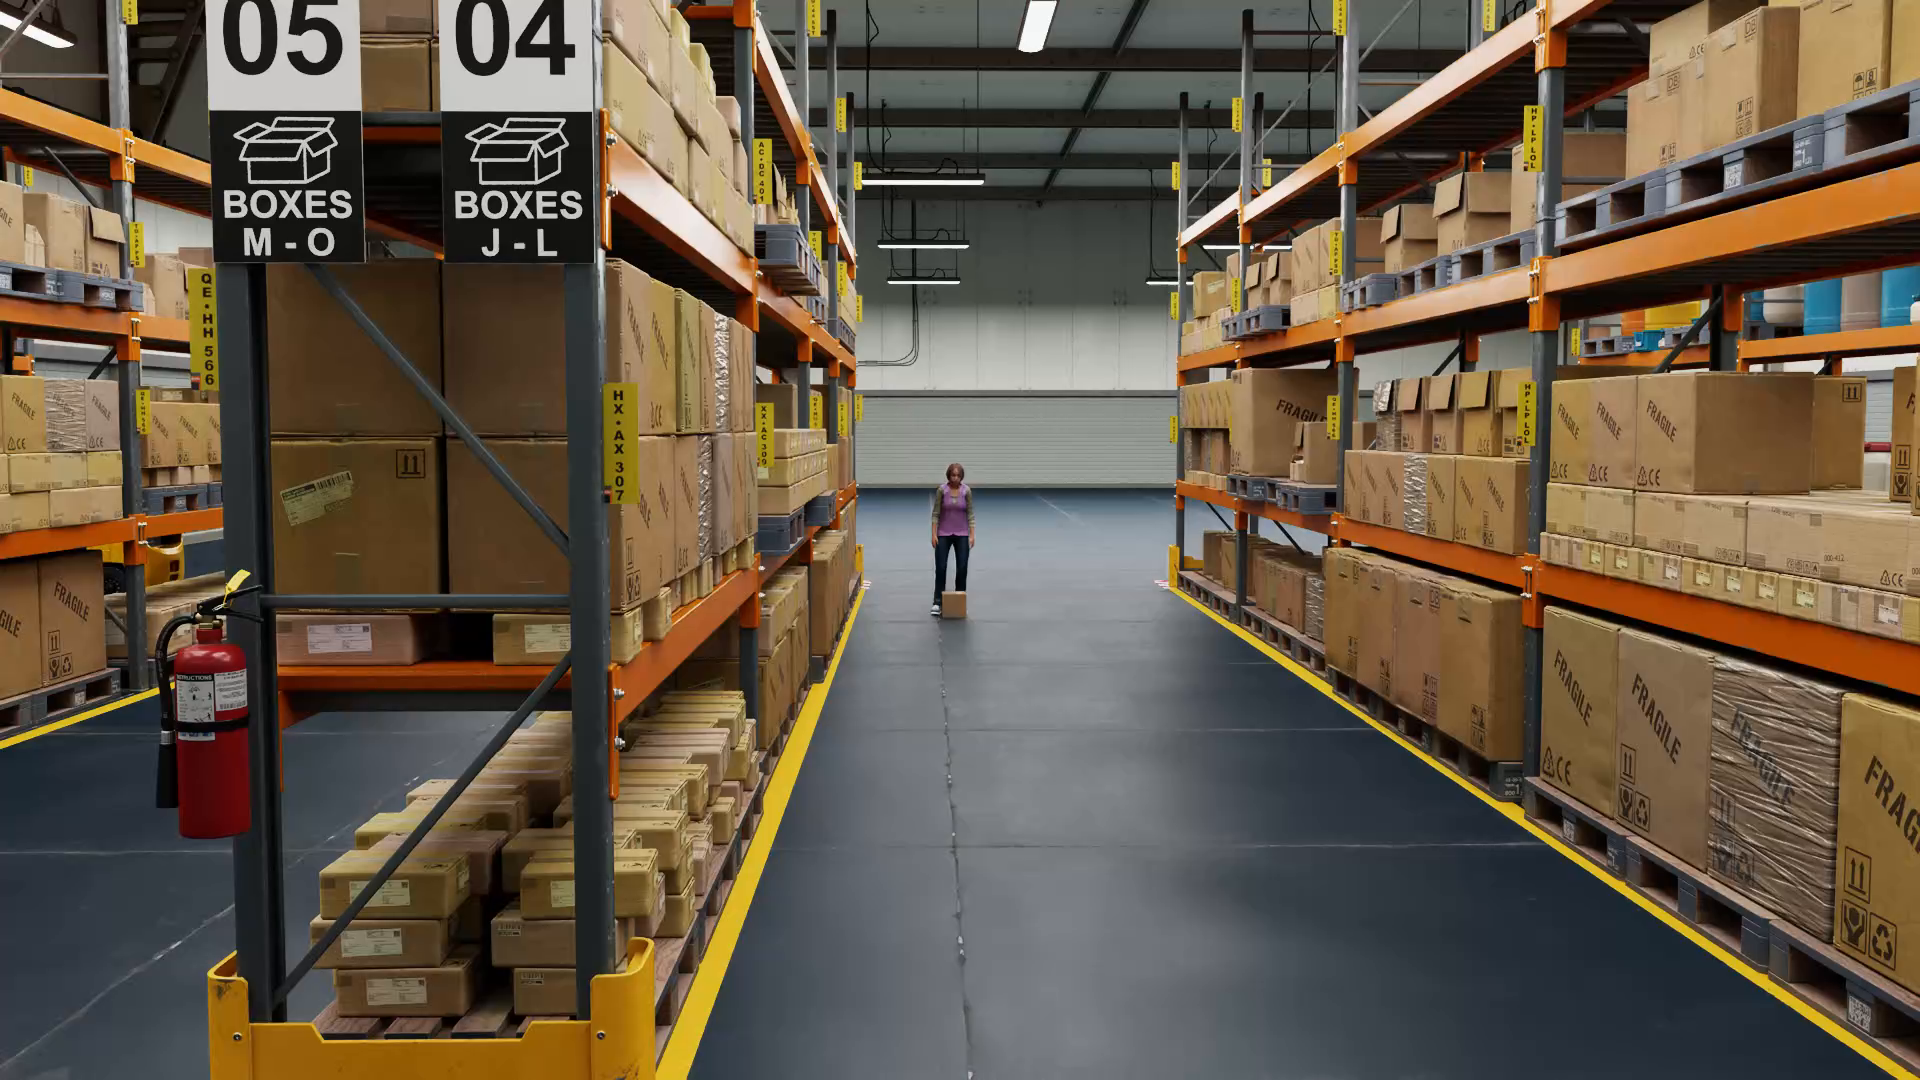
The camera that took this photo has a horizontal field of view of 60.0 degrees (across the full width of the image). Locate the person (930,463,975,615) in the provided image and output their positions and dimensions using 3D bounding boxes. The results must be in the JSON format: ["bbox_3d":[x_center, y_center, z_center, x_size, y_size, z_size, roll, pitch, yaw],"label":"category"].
[{"bbox_3d":[-0.078,-0.015,17.459,0.479,1.591,0.346,0,4,-5],"label":"person"}]
